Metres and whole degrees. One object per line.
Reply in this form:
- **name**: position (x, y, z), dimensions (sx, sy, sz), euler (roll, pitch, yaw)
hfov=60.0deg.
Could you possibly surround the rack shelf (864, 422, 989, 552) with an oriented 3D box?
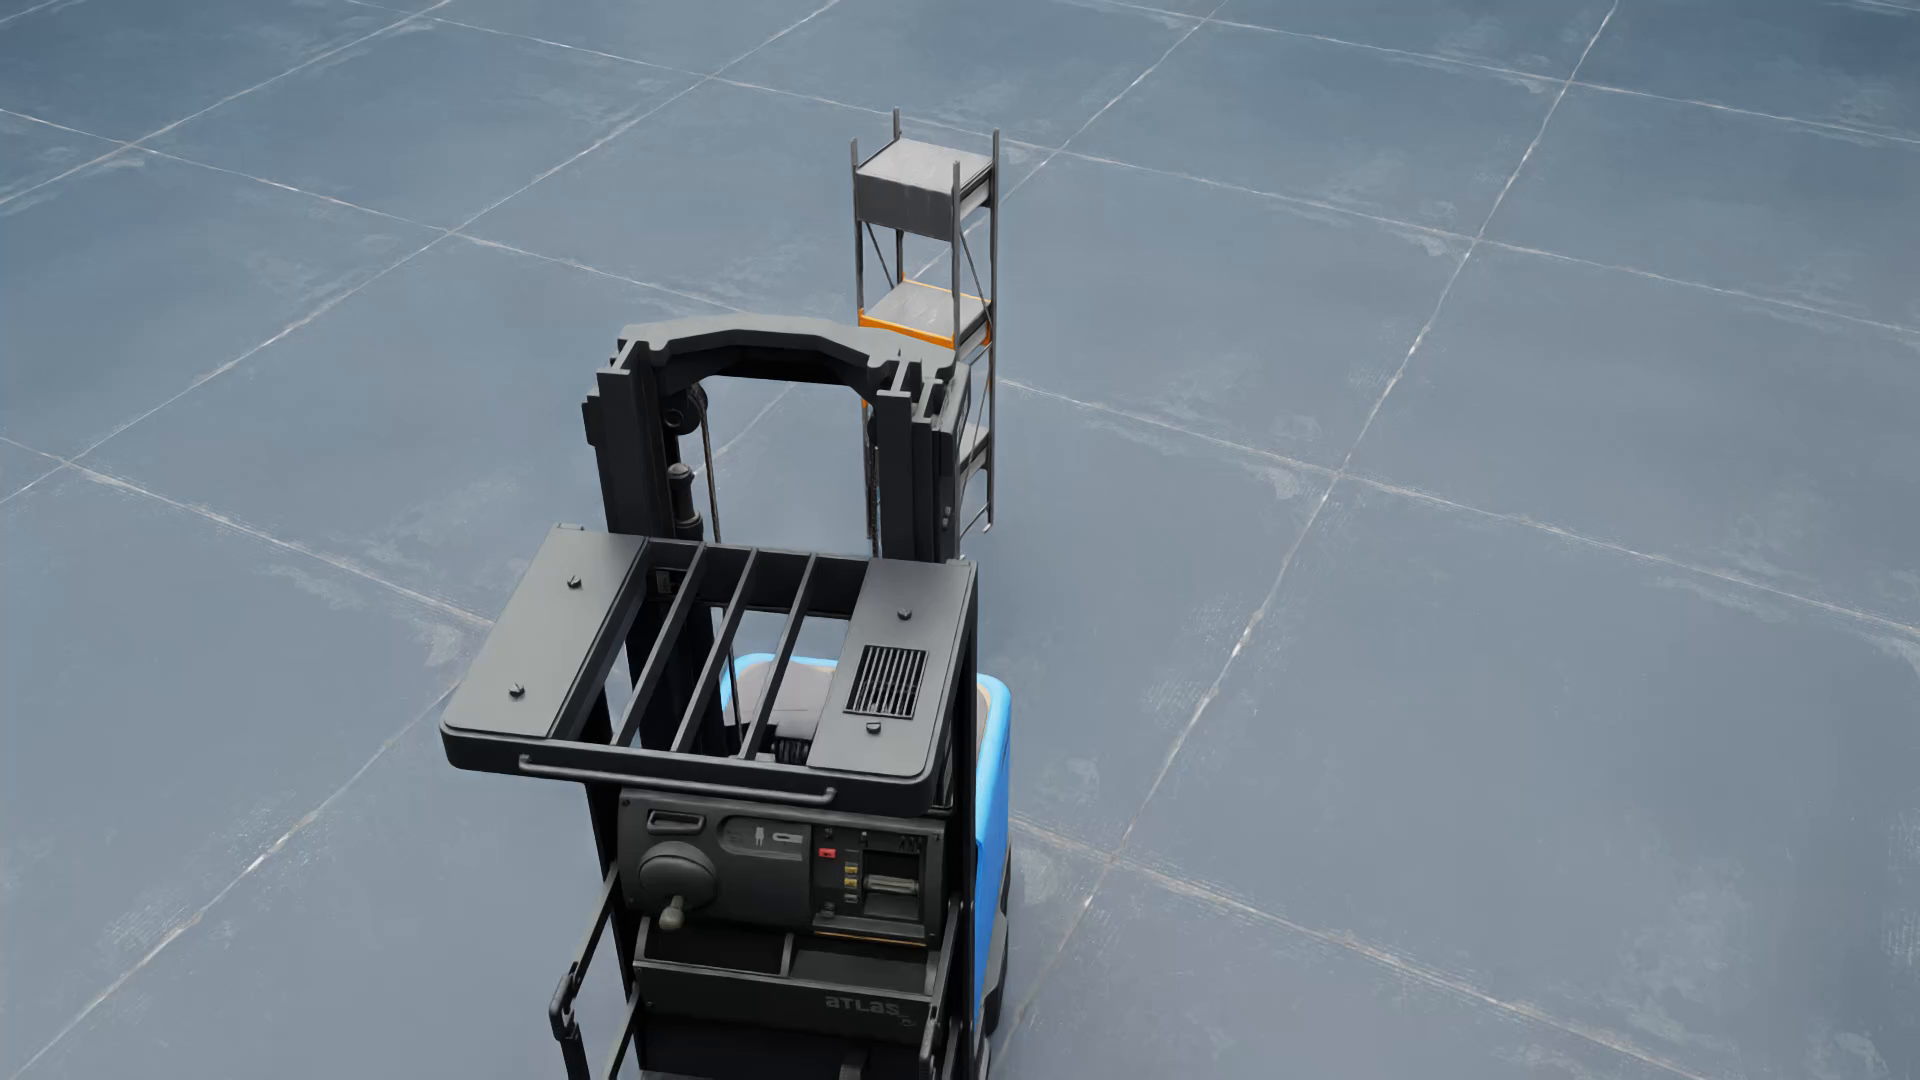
- **rack shelf**: position (-0.147, -0.314, 8.107), dimensions (0.480, 0.518, 0.431), euler (17, 41, 21)

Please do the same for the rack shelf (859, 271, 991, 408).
- **rack shelf**: position (-0.147, -0.872, 7.684), dimensions (0.480, 0.518, 0.431), euler (17, 41, 21)

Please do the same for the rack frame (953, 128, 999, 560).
- **rack frame**: position (0.070, -0.815, 7.586), dimensions (0.015, 2.100, 0.400), euler (17, 41, 21)

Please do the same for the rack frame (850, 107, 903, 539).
- **rack frame**: position (-0.364, -0.950, 7.765), dimensions (0.015, 2.100, 0.400), euler (17, 41, 21)

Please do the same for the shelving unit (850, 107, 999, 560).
- **shelving unit**: position (-0.147, -0.882, 7.676), dimensions (0.503, 2.100, 0.431), euler (17, 41, 21)

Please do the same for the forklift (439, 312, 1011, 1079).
- **forklift**: position (-0.536, 1.004, 4.504), dimensions (1.130, 2.935, 3.031), euler (5, 38, 7)

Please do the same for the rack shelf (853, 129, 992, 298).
- **rack shelf**: position (-0.147, -1.429, 7.261), dimensions (0.480, 0.518, 0.431), euler (17, 41, 21)
